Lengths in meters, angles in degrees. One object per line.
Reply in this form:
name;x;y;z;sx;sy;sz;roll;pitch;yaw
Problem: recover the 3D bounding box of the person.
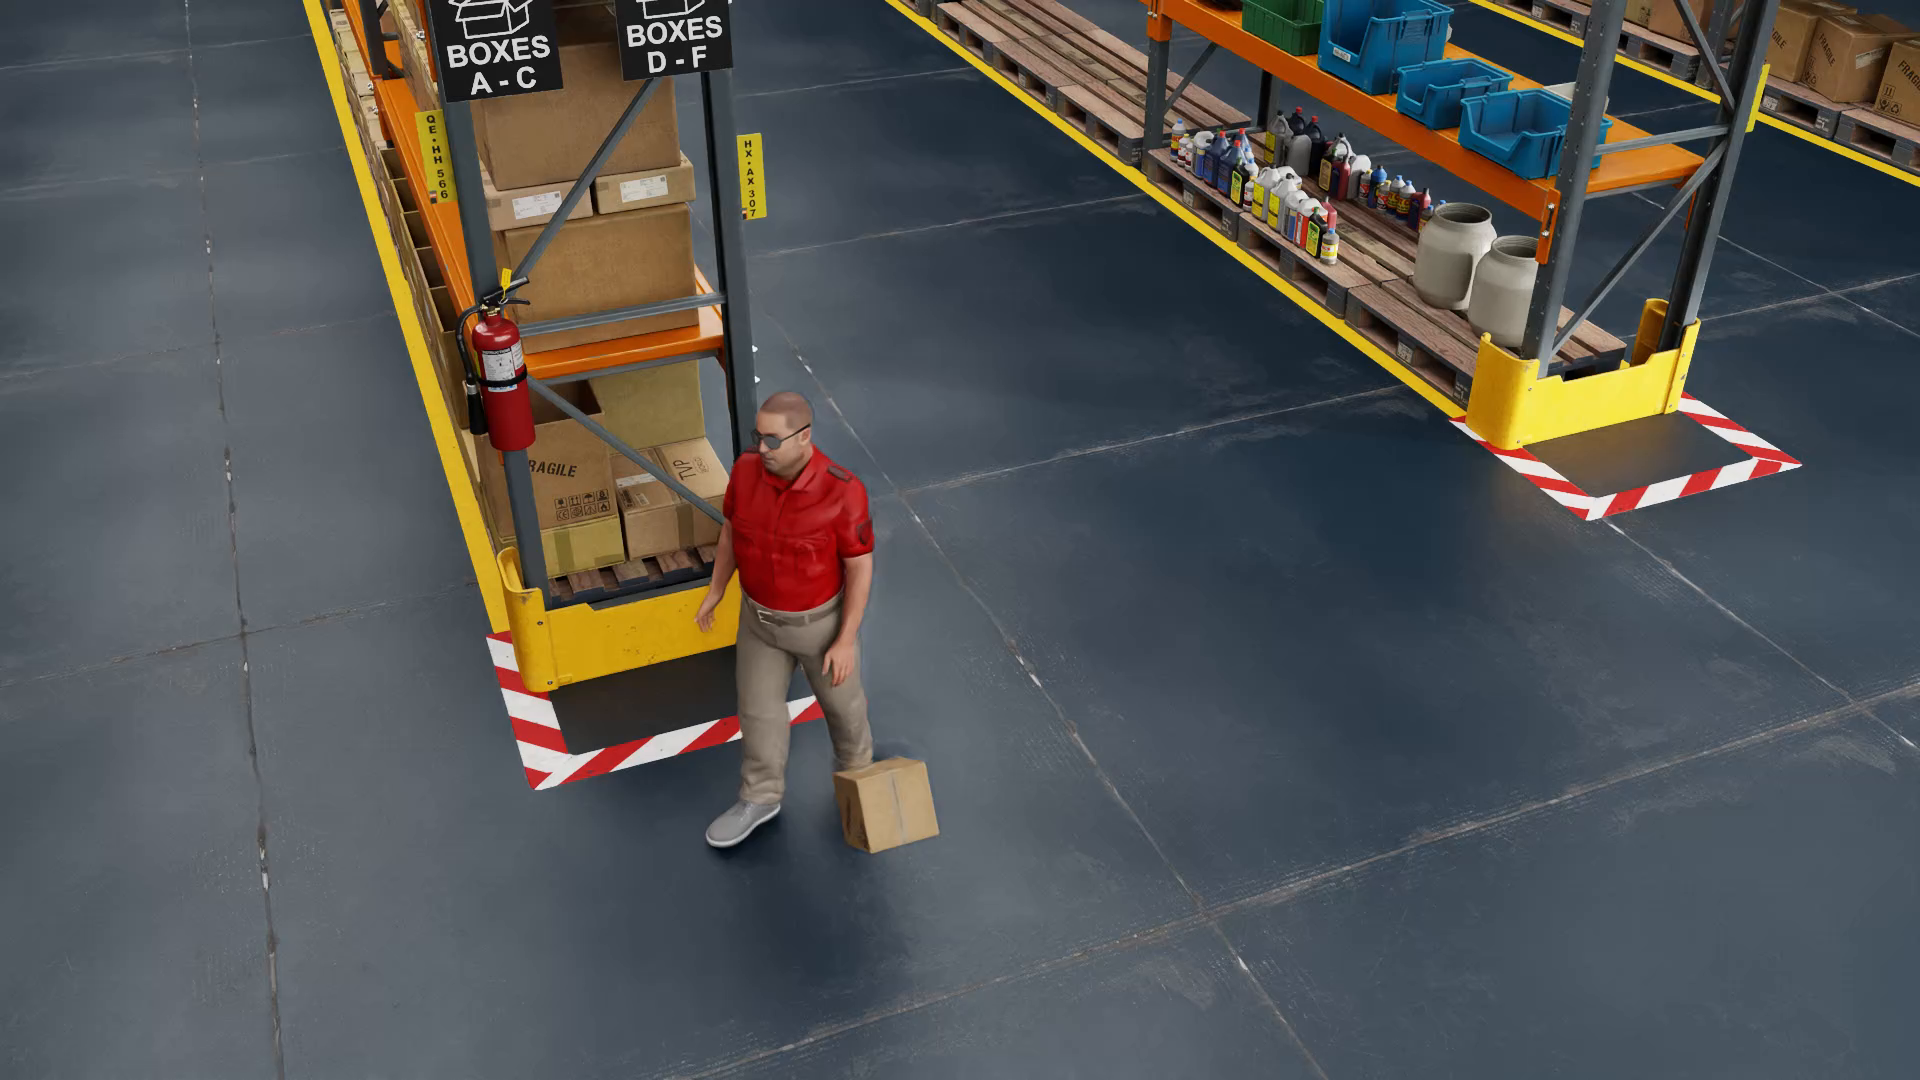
person;-0.613;0.278;5.718;0.664;1.717;0.646;14;36;20
